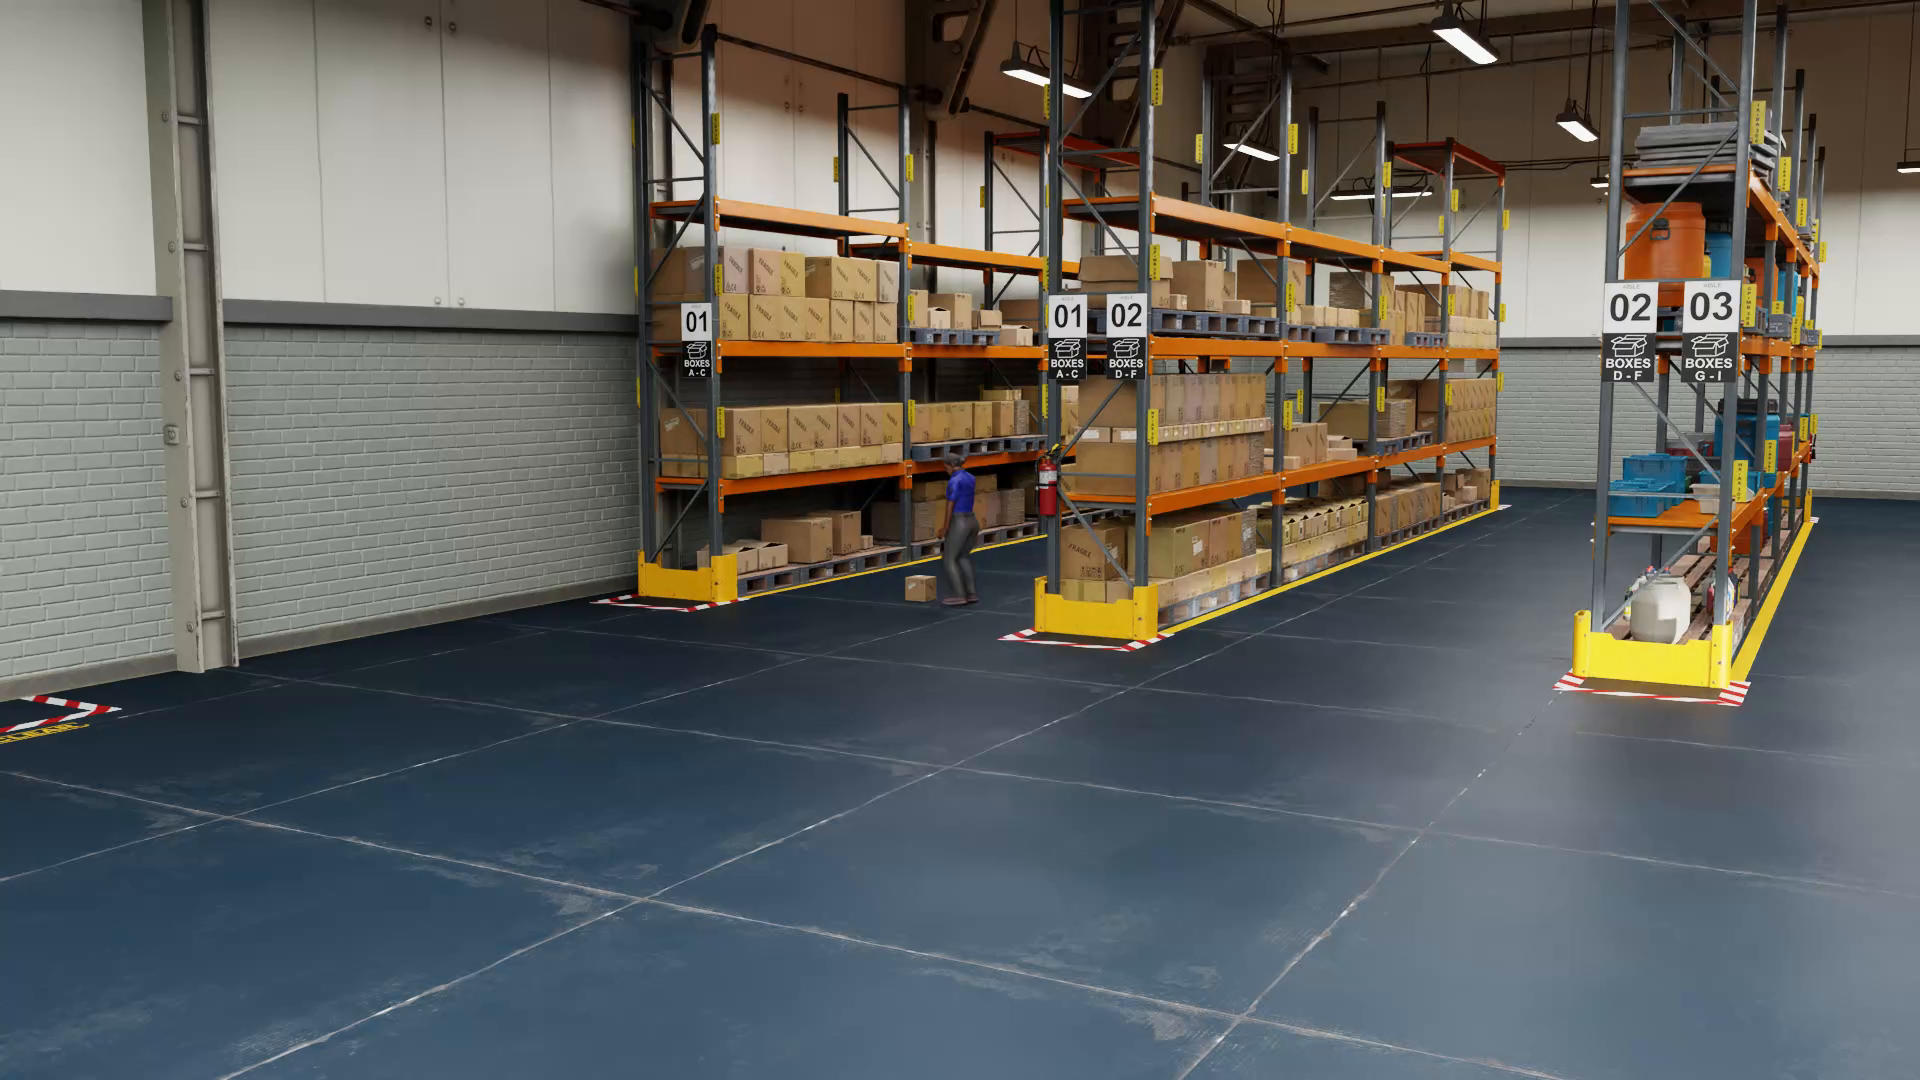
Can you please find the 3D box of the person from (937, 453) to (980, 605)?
[{"bbox_3d":[-0.008,-0.119,17.767,0.361,1.618,0.453,3,7,30],"label":"person"}]
